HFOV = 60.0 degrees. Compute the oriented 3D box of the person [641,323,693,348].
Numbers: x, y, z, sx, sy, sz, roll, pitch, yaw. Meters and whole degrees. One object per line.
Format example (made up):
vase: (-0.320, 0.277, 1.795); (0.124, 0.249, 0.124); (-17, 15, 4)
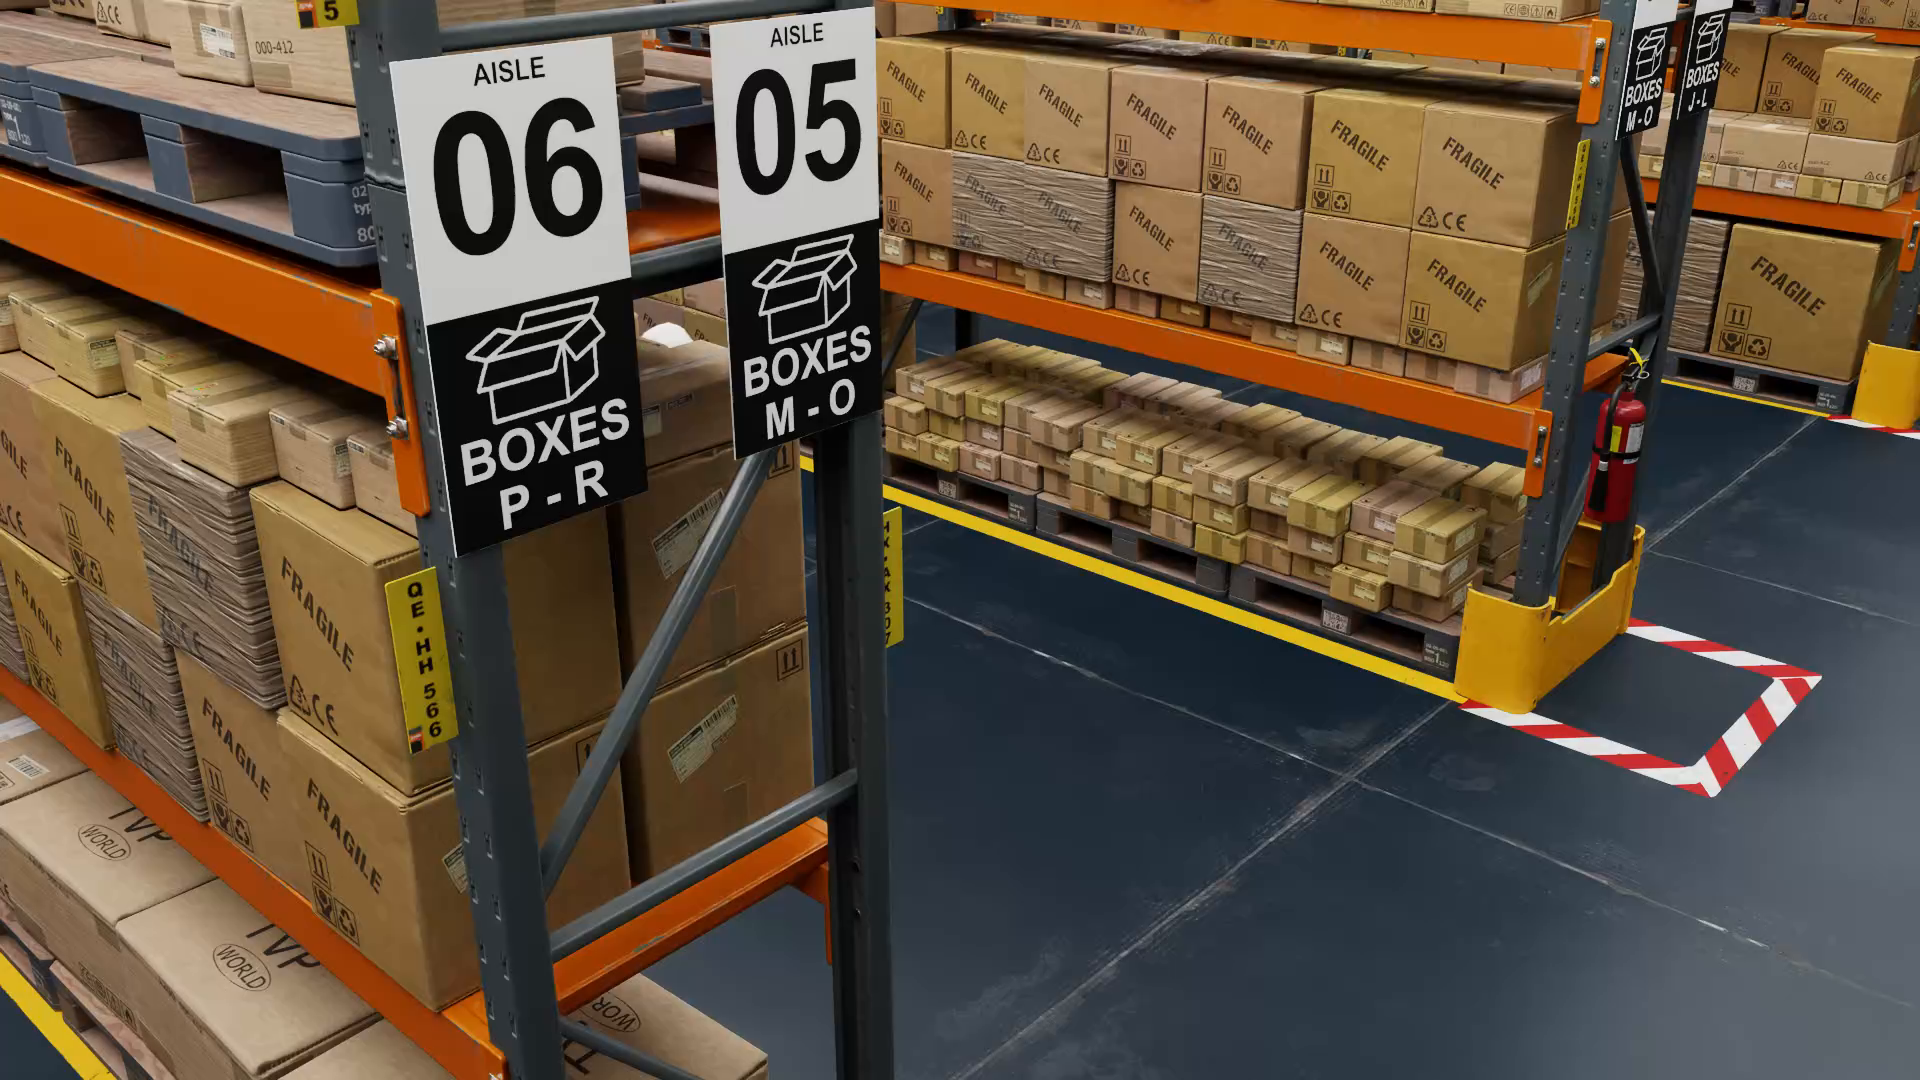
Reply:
person: (-1.086, -0.012, 6.592); (0.591, 1.773, 0.466); (18, 30, 36)
